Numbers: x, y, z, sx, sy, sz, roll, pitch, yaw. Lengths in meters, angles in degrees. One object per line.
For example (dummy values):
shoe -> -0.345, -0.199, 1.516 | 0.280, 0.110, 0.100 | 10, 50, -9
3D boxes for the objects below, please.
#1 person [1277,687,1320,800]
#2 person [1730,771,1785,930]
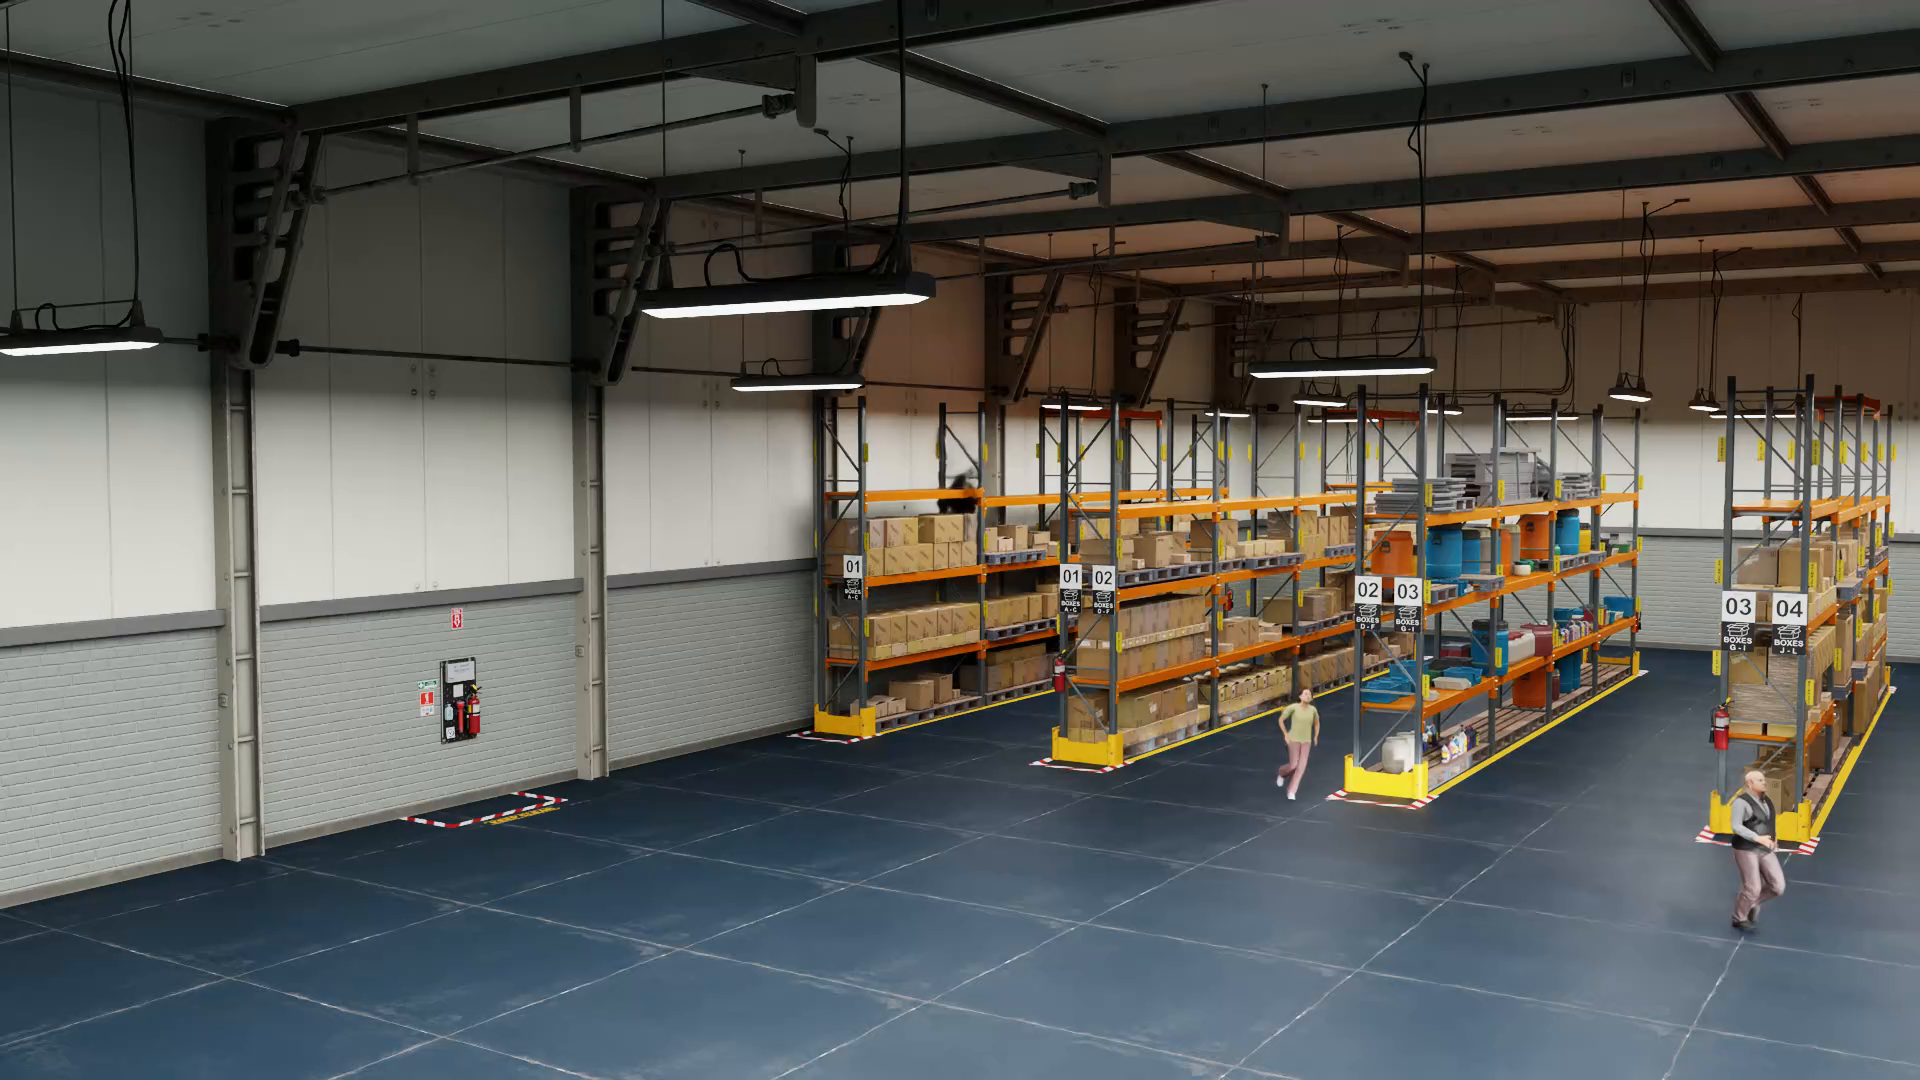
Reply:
person -> 4.962, 2.928, 24.166 | 0.618, 1.598, 0.639 | 0, 3, -9
person -> 8.321, 3.241, 17.289 | 0.699, 1.679, 0.584 | -1, 3, -25
